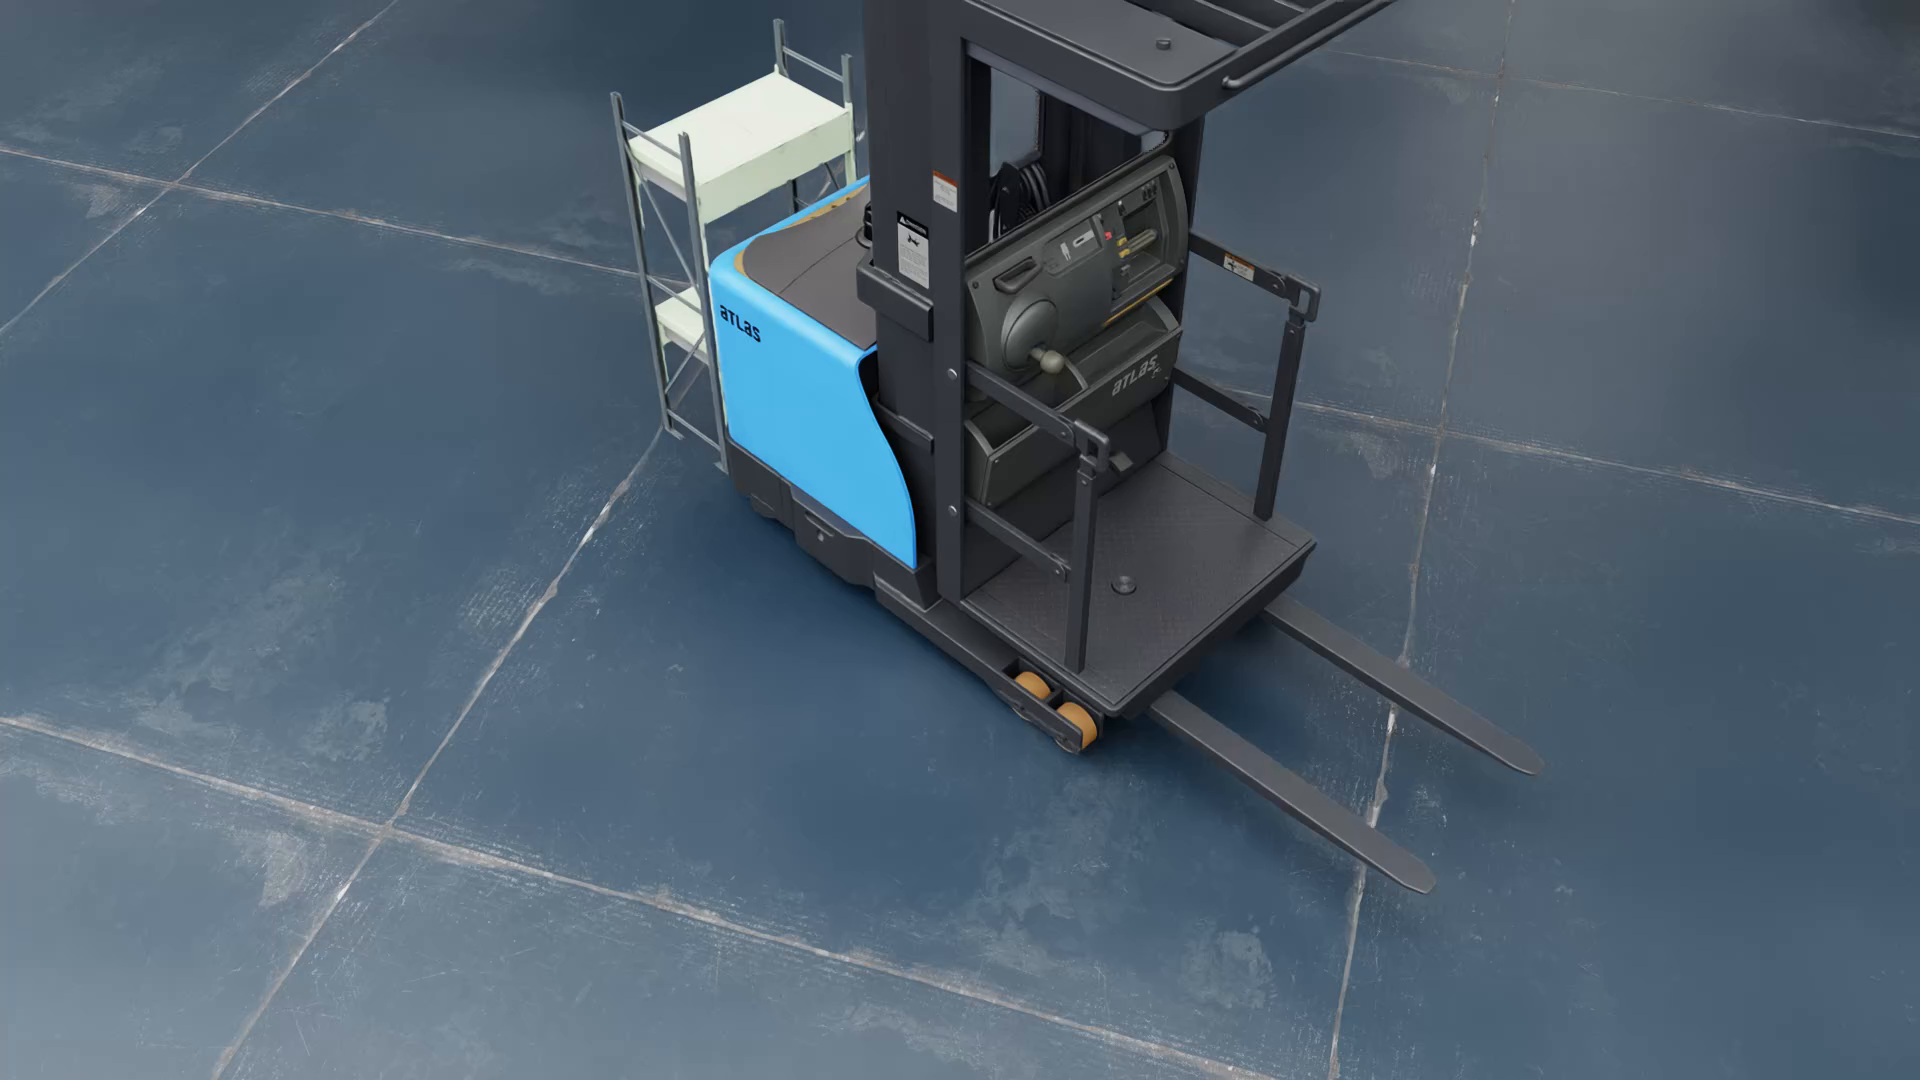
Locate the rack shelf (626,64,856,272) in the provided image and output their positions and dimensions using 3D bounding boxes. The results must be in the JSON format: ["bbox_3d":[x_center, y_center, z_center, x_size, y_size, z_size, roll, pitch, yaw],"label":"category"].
[{"bbox_3d":[-0.784,-1.352,6.002,0.431,0.370,0.720,34,54,30],"label":"rack shelf"}]

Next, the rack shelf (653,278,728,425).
[{"bbox_3d":[-0.784,-0.840,6.503,0.431,0.370,0.720,34,54,30],"label":"rack shelf"}]

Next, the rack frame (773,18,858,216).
[{"bbox_3d":[-0.528,-1.256,6.461,0.400,1.500,0.023,34,54,30],"label":"rack frame"}]

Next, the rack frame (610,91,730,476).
[{"bbox_3d":[-1.041,-0.891,6.088,0.400,1.500,0.023,34,54,30],"label":"rack frame"}]

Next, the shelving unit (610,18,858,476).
[{"bbox_3d":[-0.784,-1.073,6.275,0.431,1.500,0.755,34,54,30],"label":"shelving unit"}]

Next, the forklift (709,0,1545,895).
[{"bbox_3d":[0.522,-0.758,4.929,3.031,2.935,1.130,34,54,30],"label":"forklift"}]
